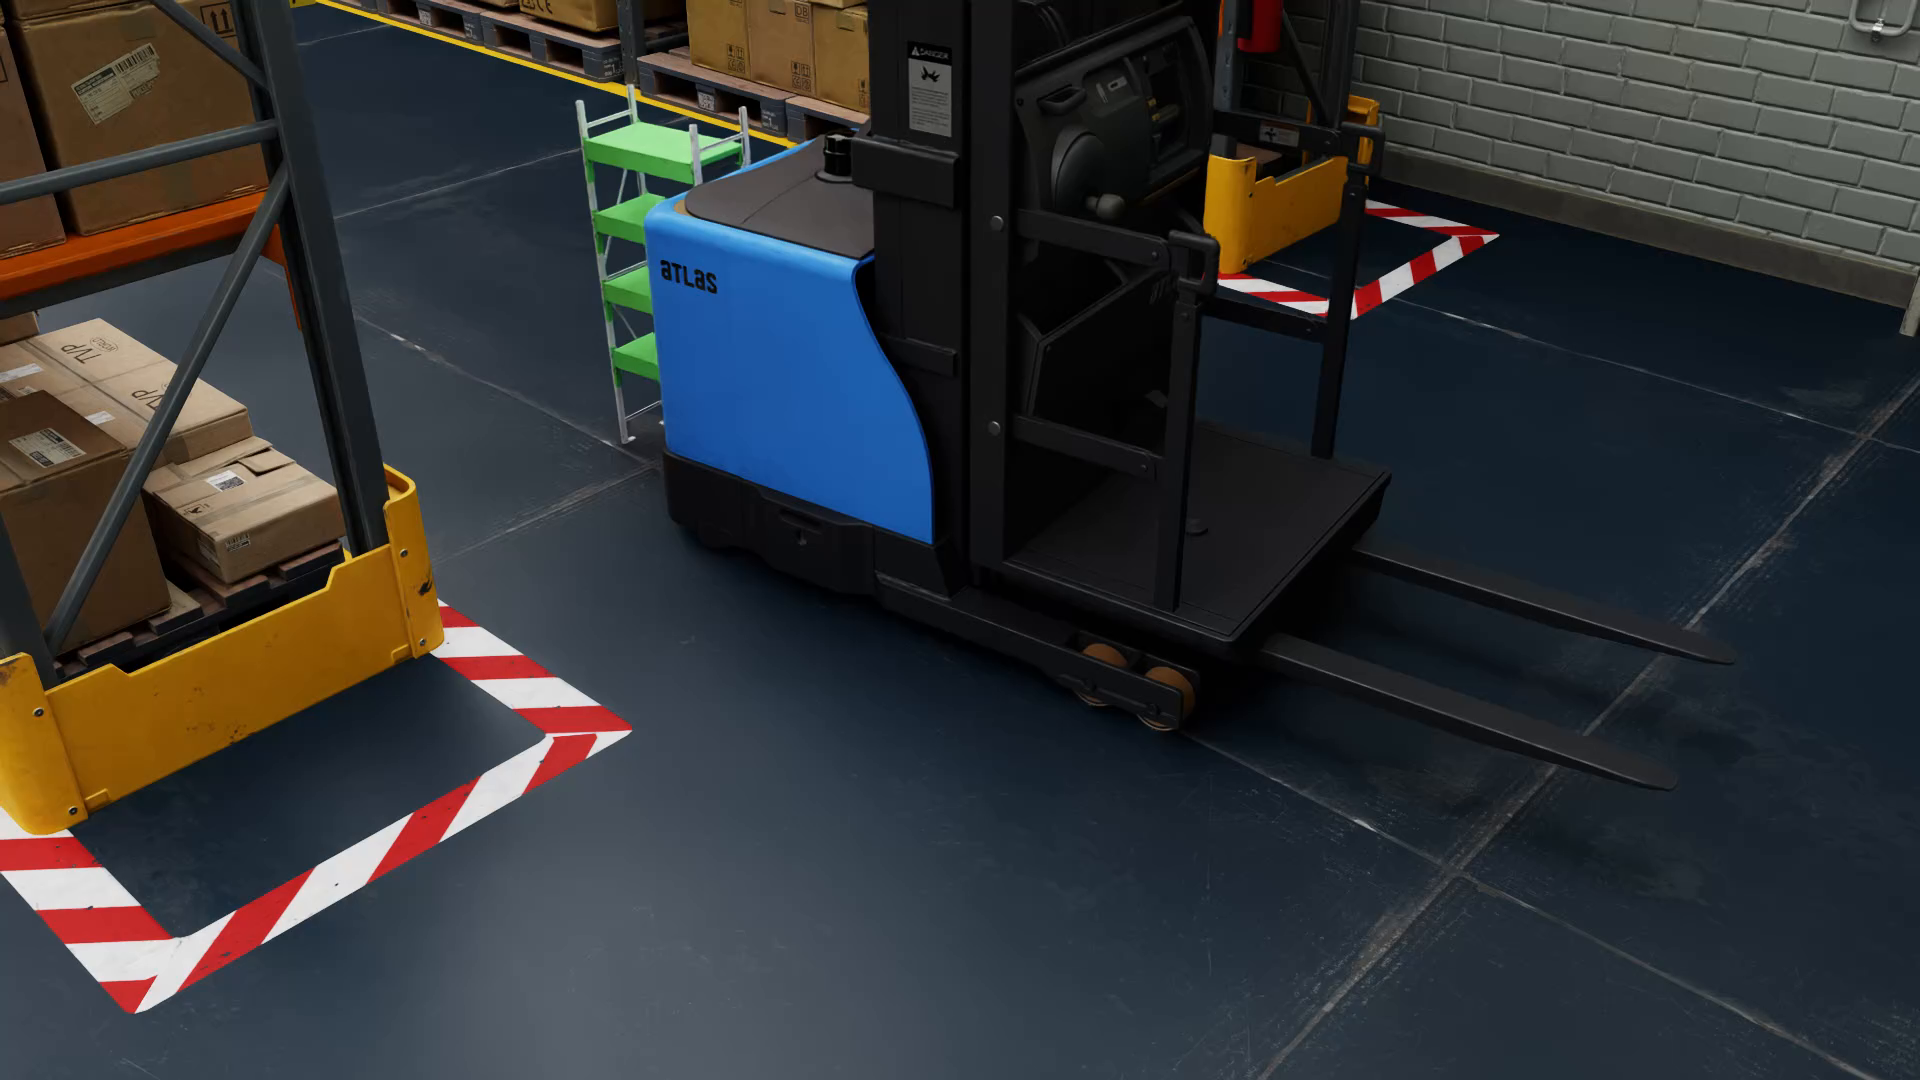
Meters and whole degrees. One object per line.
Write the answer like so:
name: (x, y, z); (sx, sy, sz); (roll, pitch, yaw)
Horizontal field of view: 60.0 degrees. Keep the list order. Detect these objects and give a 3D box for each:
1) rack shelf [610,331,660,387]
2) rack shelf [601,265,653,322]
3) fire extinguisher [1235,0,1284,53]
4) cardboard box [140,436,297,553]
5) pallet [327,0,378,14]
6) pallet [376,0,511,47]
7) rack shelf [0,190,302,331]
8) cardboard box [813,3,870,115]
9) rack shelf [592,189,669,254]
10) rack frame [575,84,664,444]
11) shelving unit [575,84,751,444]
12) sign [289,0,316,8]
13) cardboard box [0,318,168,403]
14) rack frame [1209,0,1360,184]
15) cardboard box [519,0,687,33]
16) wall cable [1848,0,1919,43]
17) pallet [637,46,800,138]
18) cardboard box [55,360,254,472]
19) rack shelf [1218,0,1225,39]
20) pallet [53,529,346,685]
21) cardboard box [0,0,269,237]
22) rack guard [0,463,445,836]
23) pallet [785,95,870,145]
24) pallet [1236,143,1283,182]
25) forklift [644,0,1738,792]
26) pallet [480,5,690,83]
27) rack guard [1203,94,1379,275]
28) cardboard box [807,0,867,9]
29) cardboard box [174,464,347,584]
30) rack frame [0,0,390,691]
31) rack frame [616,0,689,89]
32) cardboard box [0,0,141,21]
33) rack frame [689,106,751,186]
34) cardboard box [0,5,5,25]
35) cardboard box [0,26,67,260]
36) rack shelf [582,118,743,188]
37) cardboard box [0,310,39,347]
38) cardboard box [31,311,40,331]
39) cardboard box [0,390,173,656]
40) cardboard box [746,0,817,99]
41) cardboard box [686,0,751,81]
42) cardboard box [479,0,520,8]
rack shelf: (-0.914, -0.572, 5.615); (0.480, 0.148, 0.258); (19, 36, 31)
rack shelf: (-0.918, -0.779, 5.494); (0.480, 0.148, 0.258); (19, 36, 31)
fire extinguisher: (1.207, -2.281, 6.568); (0.183, 0.674, 0.296); (25, 39, 35)
cardboard box: (-2.181, -0.145, 4.903); (0.250, 0.166, 0.380); (25, 39, 35)
pallet: (-3.992, -3.975, 11.649); (1.213, 0.211, 1.003); (25, 39, 35)
pallet: (-3.092, -3.553, 10.948); (1.213, 0.211, 1.003); (25, 39, 35)
rack shelf: (-3.399, -1.191, 5.018); (4.000, 0.370, 1.077); (25, 39, 35)
cardboard box: (-0.326, -2.545, 8.585); (0.500, 0.500, 0.700); (26, 40, 36)
rack shelf: (-0.923, -0.987, 5.373); (0.480, 0.148, 0.258); (19, 36, 31)
rack frame: (-1.117, -0.904, 5.587); (0.015, 1.200, 0.240); (19, 36, 31)
shelving unit: (-0.919, -0.835, 5.462); (0.503, 1.200, 0.258); (19, 36, 31)
sign: (-1.552, -1.386, 3.804); (0.005, 0.325, 0.100); (25, 39, 35)
cardboard box: (-2.870, -0.461, 5.346); (0.500, 0.250, 0.500); (25, 39, 35)
rack frame: (1.405, -2.703, 6.832); (0.127, 3.000, 1.000); (25, 39, 35)
cardboard box: (-2.130, -3.522, 9.869); (0.750, 0.750, 0.750); (26, 39, 36)
wall cable: (2.989, -3.057, 6.434); (1.851, 1.984, 0.084); (25, 39, 35)
pallet: (-1.049, -2.600, 9.364); (1.213, 0.211, 1.003); (25, 39, 35)
cardboard box: (-2.500, -0.288, 5.059); (0.500, 0.250, 0.500); (25, 39, 35)
rack shelf: (-0.078, -3.087, 8.167); (4.000, 0.370, 1.077); (25, 39, 35)
pallet: (-2.564, 0.085, 4.904); (1.213, 0.211, 1.003); (25, 39, 35)
cardboard box: (-2.068, -1.105, 4.080); (0.500, 0.500, 0.500); (26, 40, 36)
rack guard: (-1.972, 0.237, 4.371); (0.348, 0.500, 1.175); (25, 39, 35)
pallet: (-0.141, -2.177, 8.662); (1.213, 0.211, 1.003); (25, 39, 35)
pallet: (0.760, -1.755, 7.961); (1.213, 0.211, 1.003); (25, 39, 35)
forklift: (0.584, -1.063, 4.174); (3.031, 2.935, 1.130); (19, 36, 29)
pallet: (-2.183, -3.131, 10.246); (1.213, 0.211, 1.003); (25, 39, 35)
rack guard: (1.423, -1.624, 7.463); (0.348, 0.500, 1.175); (25, 39, 35)
cardboard box: (-0.556, -2.807, 8.393); (0.250, 0.149, 0.380); (24, 38, 34)
cardboard box: (-1.996, -0.051, 4.764); (0.250, 0.149, 0.380); (25, 39, 35)
rack frame: (-1.916, -0.808, 3.683); (0.127, 3.000, 1.000); (25, 39, 35)
rack frame: (-1.561, -4.087, 9.131); (0.127, 3.000, 1.000); (25, 39, 35)
cardboard box: (-2.068, -1.533, 3.822); (0.500, 0.500, 0.500); (26, 40, 36)
rack frame: (-0.722, -0.766, 5.337); (0.015, 1.200, 0.240); (19, 36, 31)
cardboard box: (-2.431, -1.328, 3.481); (0.500, 0.500, 0.500); (25, 39, 35)
cardboard box: (-2.431, -0.901, 3.742); (0.500, 0.500, 0.500); (26, 40, 36)
rack shelf: (-0.927, -1.194, 5.252); (0.480, 0.148, 0.258); (19, 36, 31)
cardboard box: (-3.485, -0.663, 5.436); (0.637, 0.503, 0.797); (25, 39, 35)
cardboard box: (-3.713, -0.880, 5.984); (0.500, 0.311, 0.500); (25, 39, 35)
cardboard box: (-2.485, -0.019, 4.370); (0.500, 0.500, 0.500); (25, 39, 35)
cardboard box: (-0.705, -2.723, 8.882); (0.500, 0.500, 0.700); (25, 39, 35)
cardboard box: (-1.075, -2.898, 9.173); (0.500, 0.500, 0.700); (26, 39, 36)
cardboard box: (-2.791, -3.828, 10.378); (0.750, 0.750, 0.750); (26, 40, 36)
